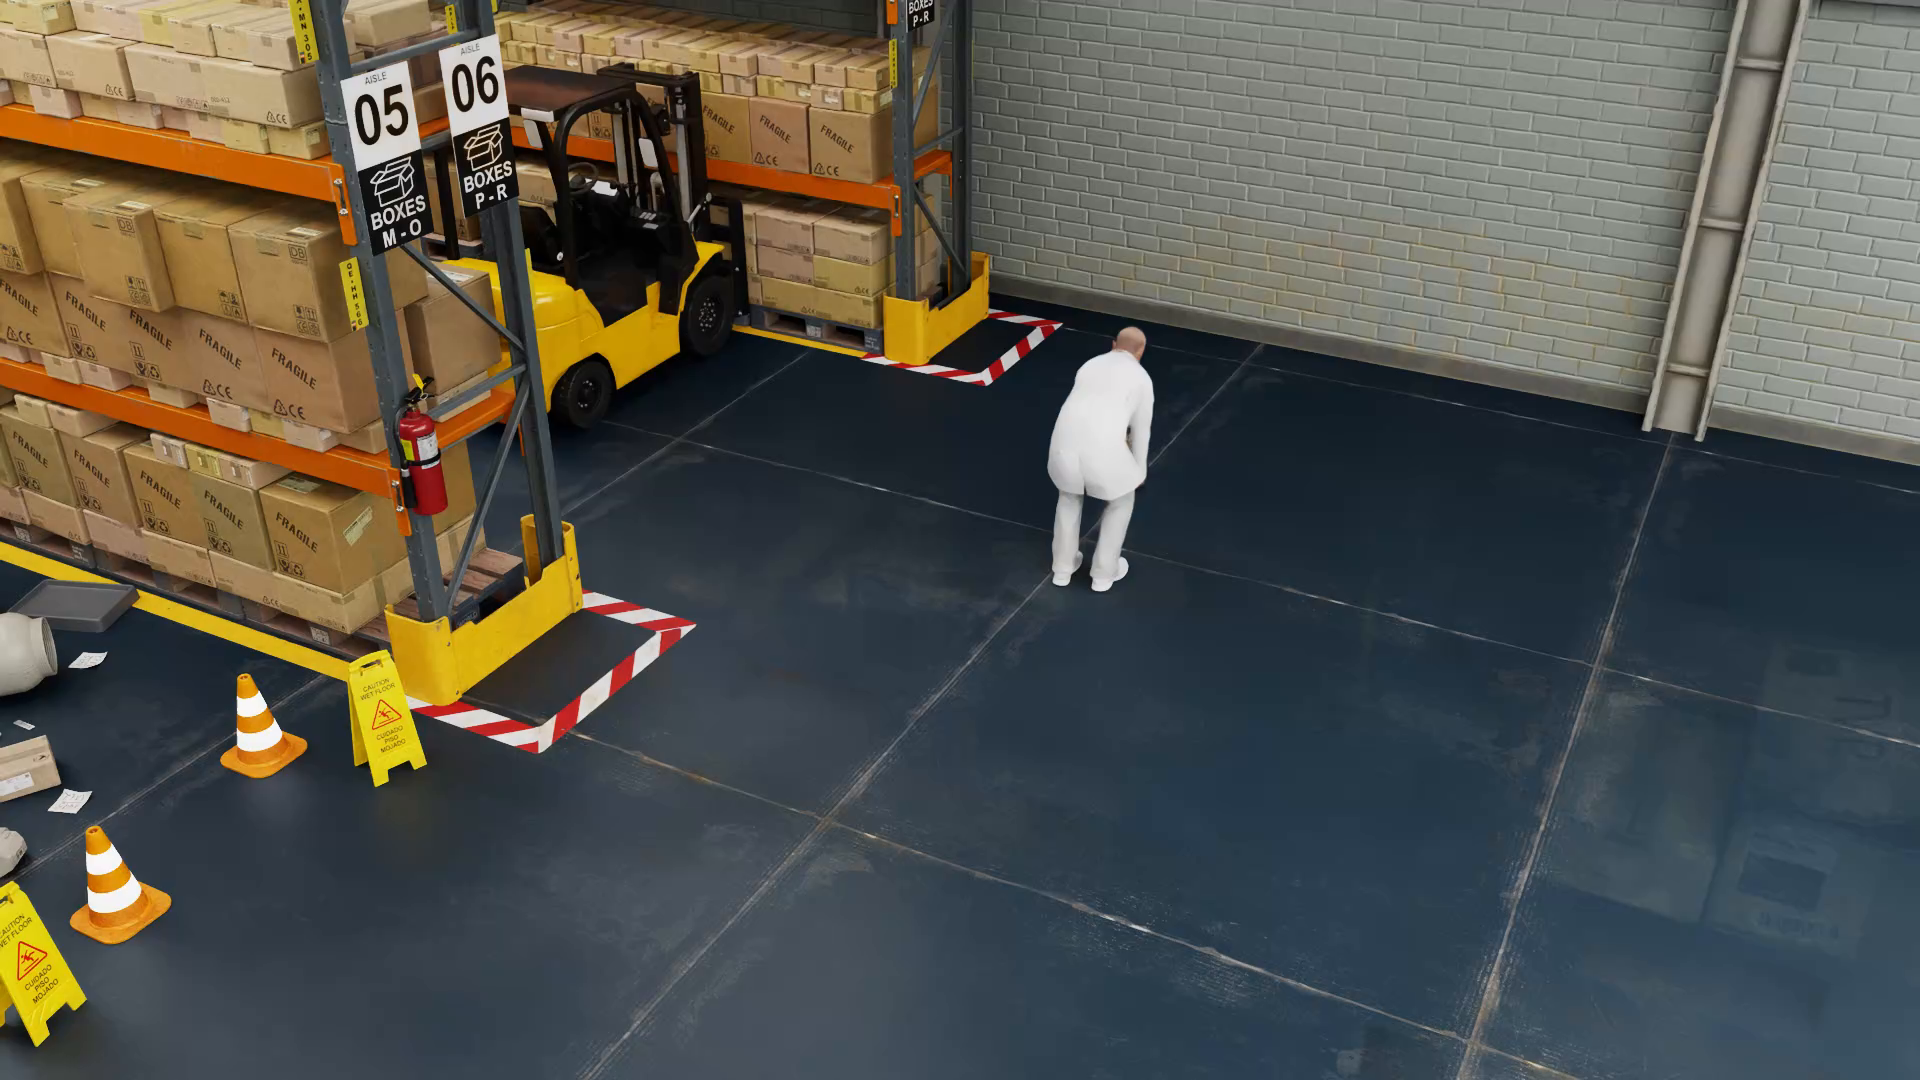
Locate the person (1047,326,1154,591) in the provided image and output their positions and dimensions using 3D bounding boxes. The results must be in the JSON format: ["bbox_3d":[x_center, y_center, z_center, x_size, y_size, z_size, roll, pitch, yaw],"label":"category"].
[{"bbox_3d":[0.838,-0.460,9.537,0.551,1.370,0.891,13,32,22],"label":"person"}]
